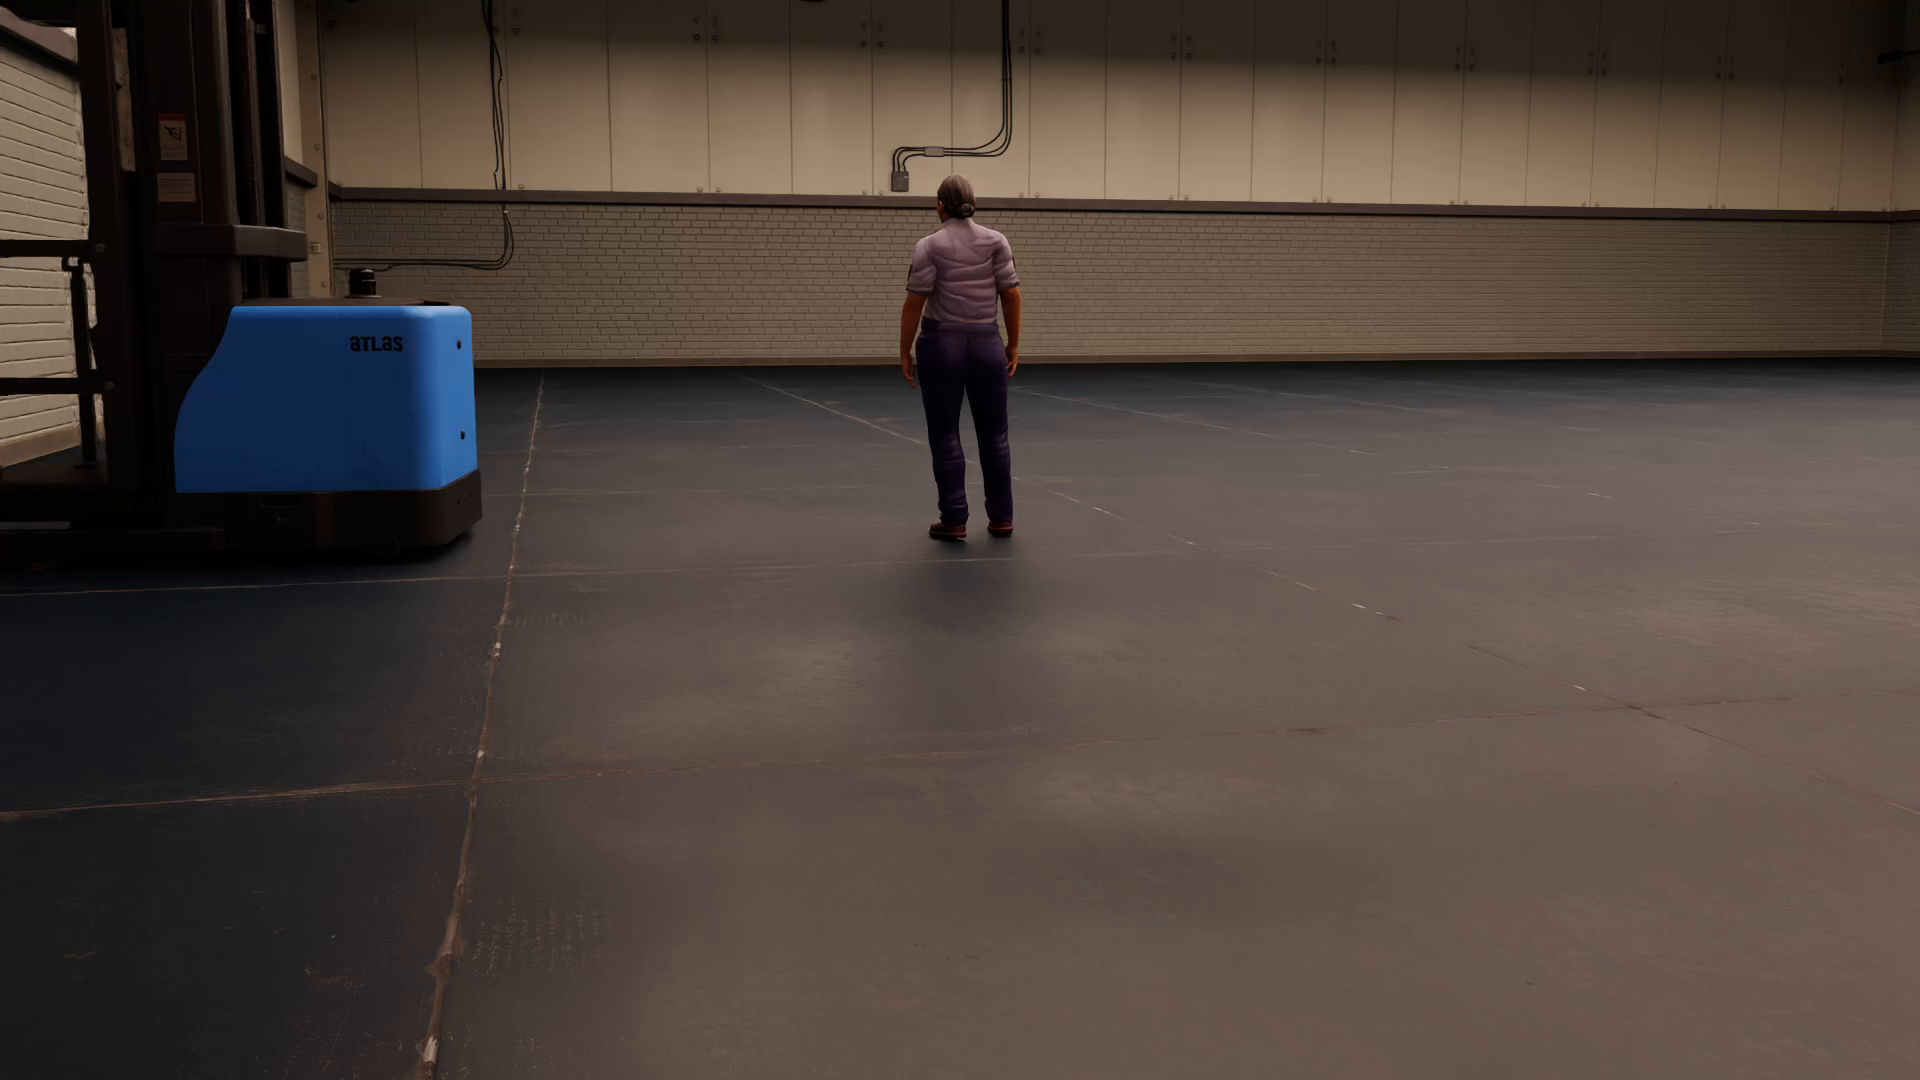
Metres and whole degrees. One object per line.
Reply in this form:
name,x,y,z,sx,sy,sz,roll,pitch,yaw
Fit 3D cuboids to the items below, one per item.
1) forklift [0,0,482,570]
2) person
forklift,-3.735,-1.401,7.143,3.031,2.935,1.130,-1,8,-6
person,0.001,-0.836,7.683,0.599,1.650,0.503,-2,8,-13
